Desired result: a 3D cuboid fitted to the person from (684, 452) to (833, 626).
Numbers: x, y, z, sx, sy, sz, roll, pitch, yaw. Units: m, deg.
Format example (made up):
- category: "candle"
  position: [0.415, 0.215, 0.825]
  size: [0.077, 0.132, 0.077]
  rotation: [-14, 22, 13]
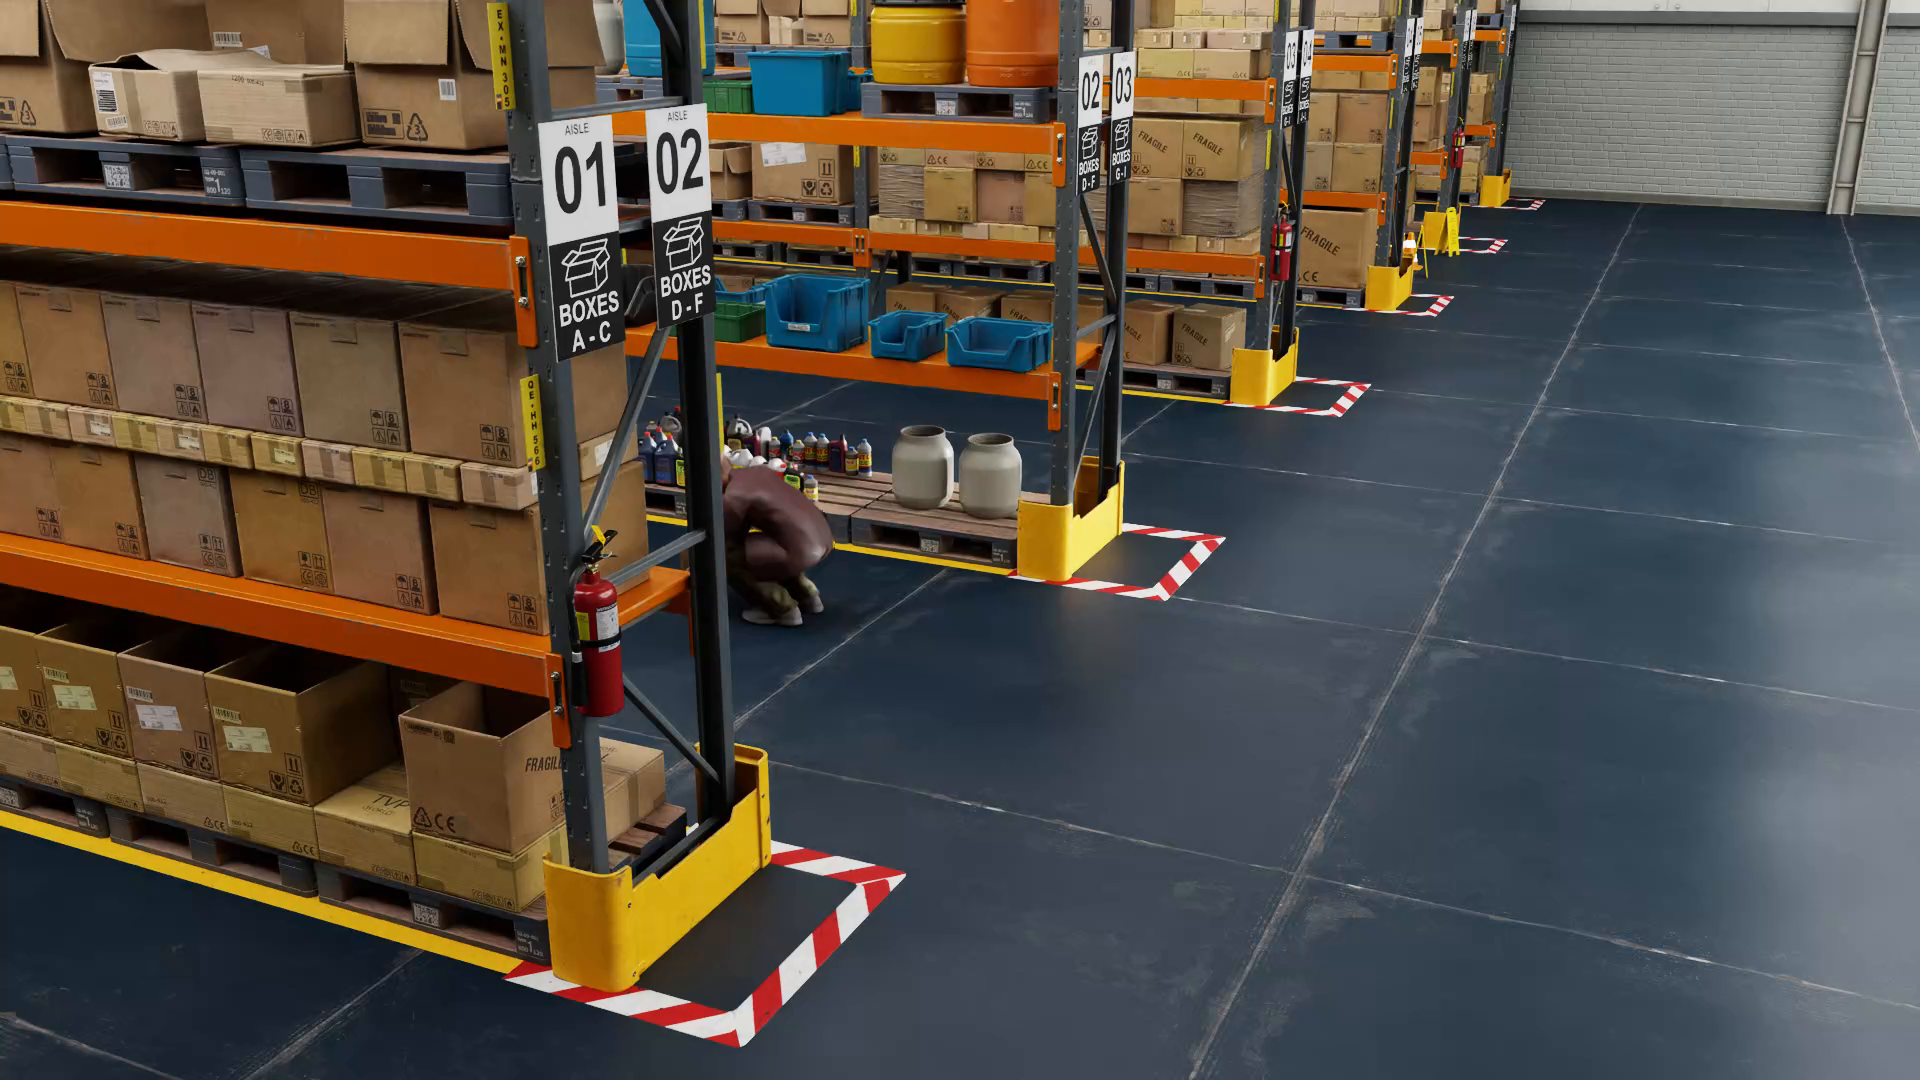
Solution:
- category: "person"
  position: [-1.200, -0.037, 9.908]
  size: [0.921, 1.006, 0.583]
  rotation: [8, 20, 22]
